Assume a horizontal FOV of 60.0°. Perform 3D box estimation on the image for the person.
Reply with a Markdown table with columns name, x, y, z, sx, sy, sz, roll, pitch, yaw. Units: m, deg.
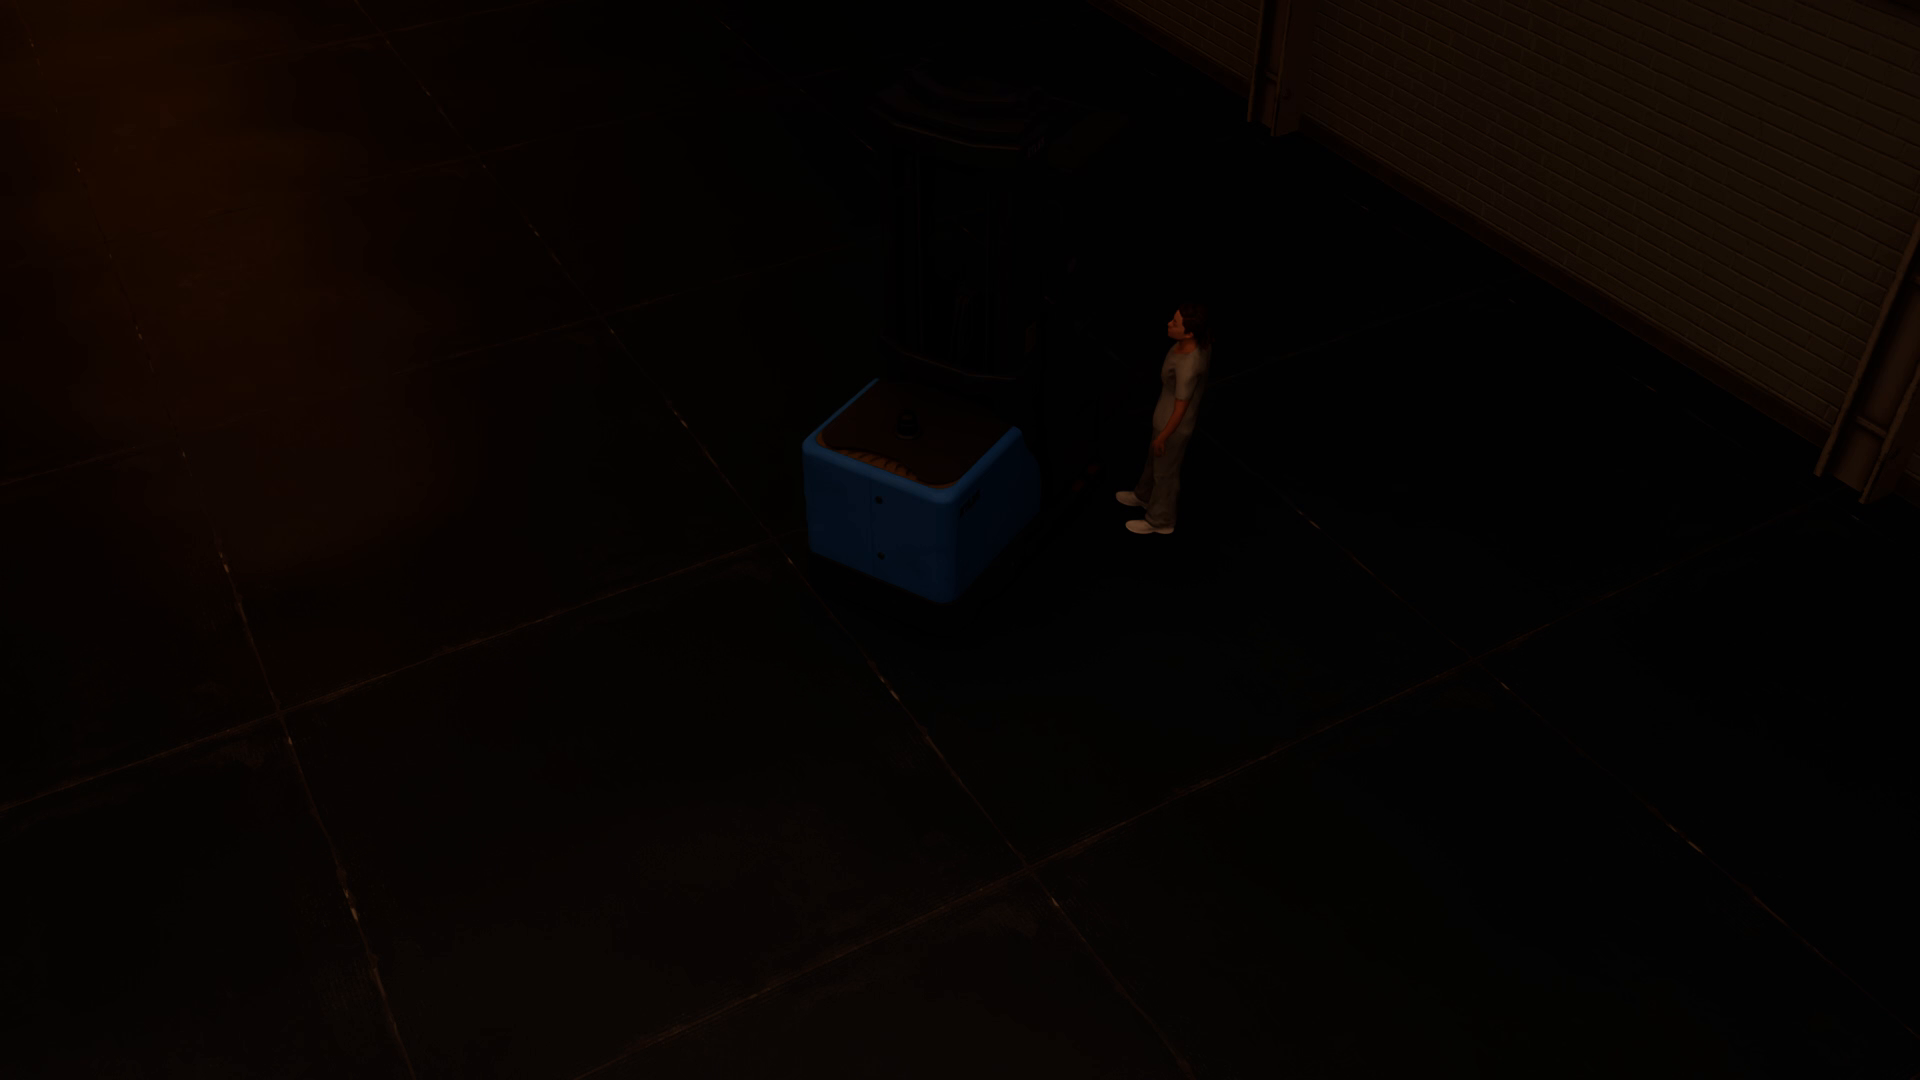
| name | x | y | z | sx | sy | sz | roll | pitch | yaw |
| --- | --- | --- | --- | --- | --- | --- | --- | --- | --- |
| person | 1.190 | -0.722 | 9.863 | 0.526 | 1.674 | 0.551 | 9 | 41 | 11 |

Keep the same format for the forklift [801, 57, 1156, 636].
| name | x | y | z | sx | sy | sz | roll | pitch | yaw |
| --- | --- | --- | --- | --- | --- | --- | --- | --- | --- |
| forklift | 0.286 | -1.493 | 9.836 | 1.130 | 2.935 | 3.031 | 21 | 44 | 24 |
